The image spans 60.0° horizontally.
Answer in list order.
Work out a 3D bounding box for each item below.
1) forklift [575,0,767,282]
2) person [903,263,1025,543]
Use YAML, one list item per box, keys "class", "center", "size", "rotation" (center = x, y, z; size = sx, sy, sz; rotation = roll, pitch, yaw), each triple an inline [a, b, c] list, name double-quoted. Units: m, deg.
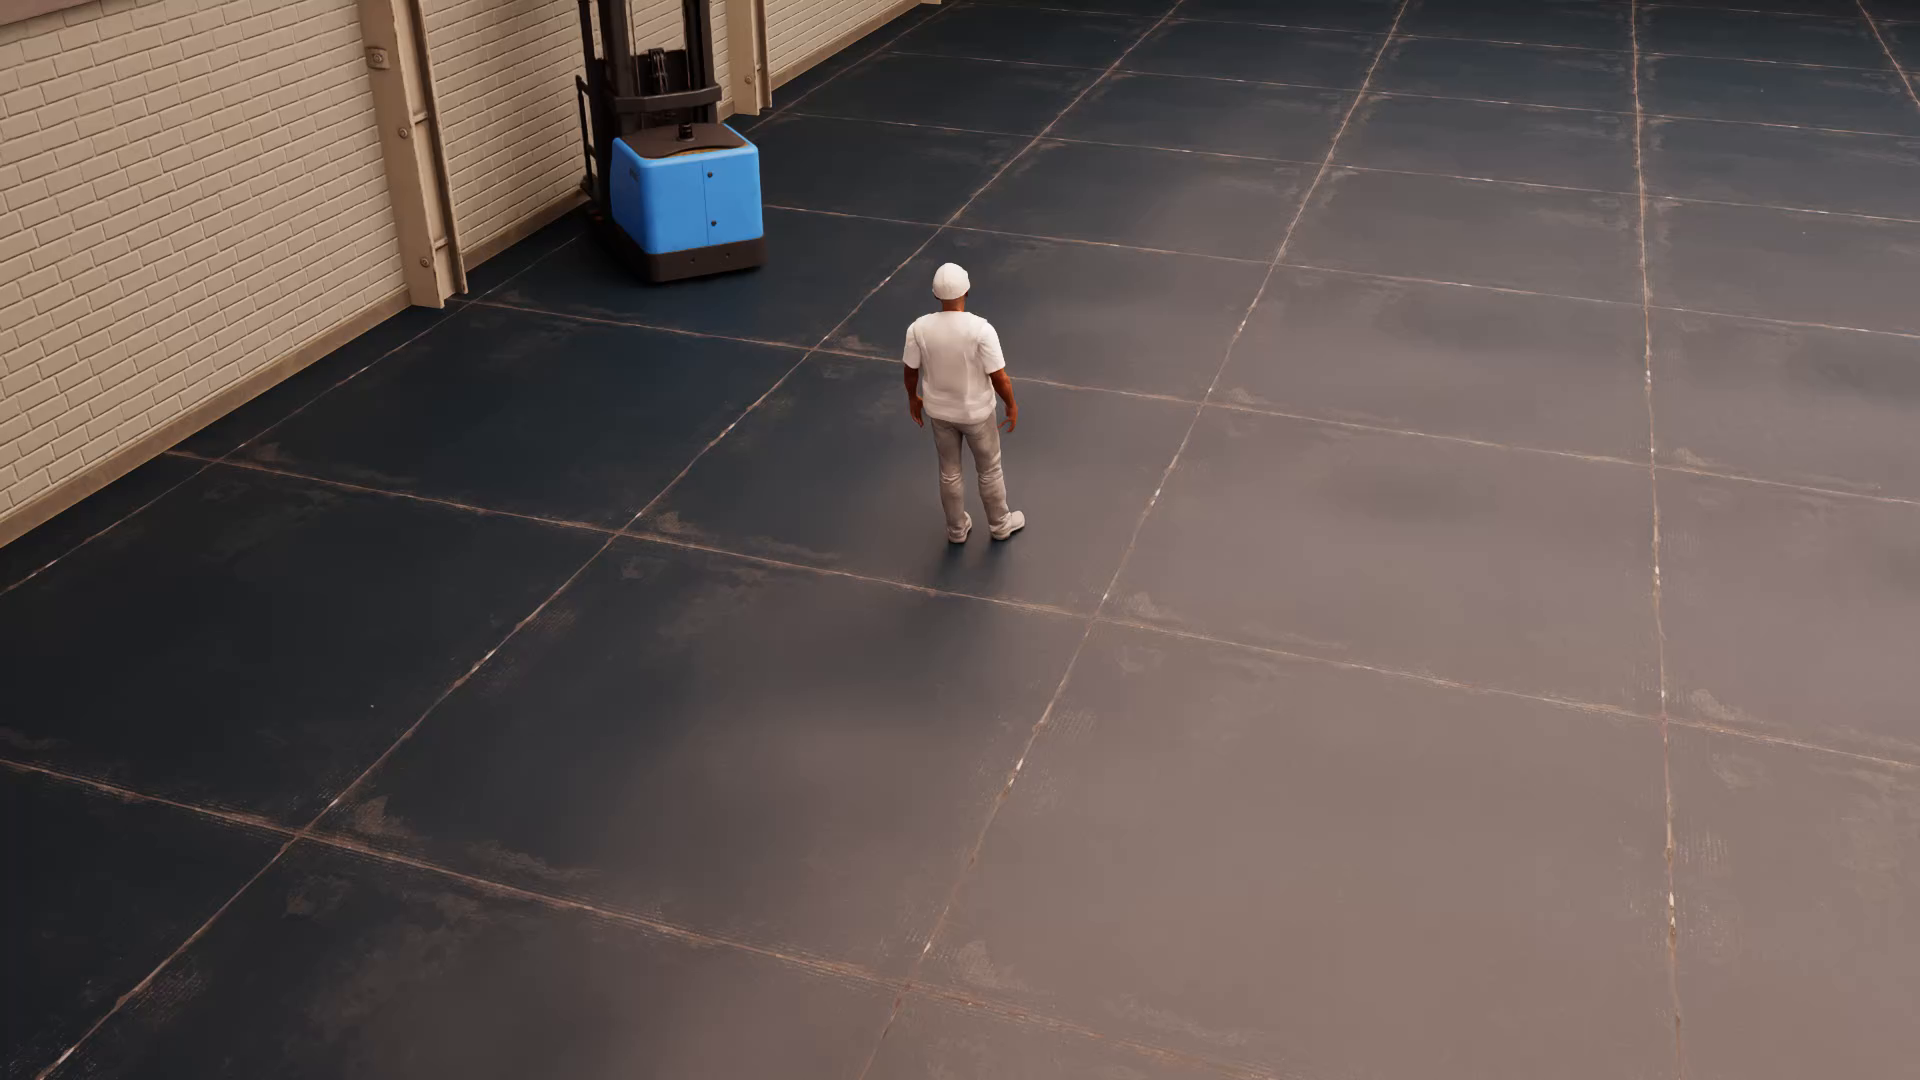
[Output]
- class: "forklift"
  center: [-2.742, -4.098, 14.326]
  size: [1.130, 2.935, 3.031]
  rotation: [-14, 32, -23]
- class: "person"
  center: [0.028, -0.805, 9.711]
  size: [0.665, 1.768, 0.575]
  rotation: [10, 31, 16]
